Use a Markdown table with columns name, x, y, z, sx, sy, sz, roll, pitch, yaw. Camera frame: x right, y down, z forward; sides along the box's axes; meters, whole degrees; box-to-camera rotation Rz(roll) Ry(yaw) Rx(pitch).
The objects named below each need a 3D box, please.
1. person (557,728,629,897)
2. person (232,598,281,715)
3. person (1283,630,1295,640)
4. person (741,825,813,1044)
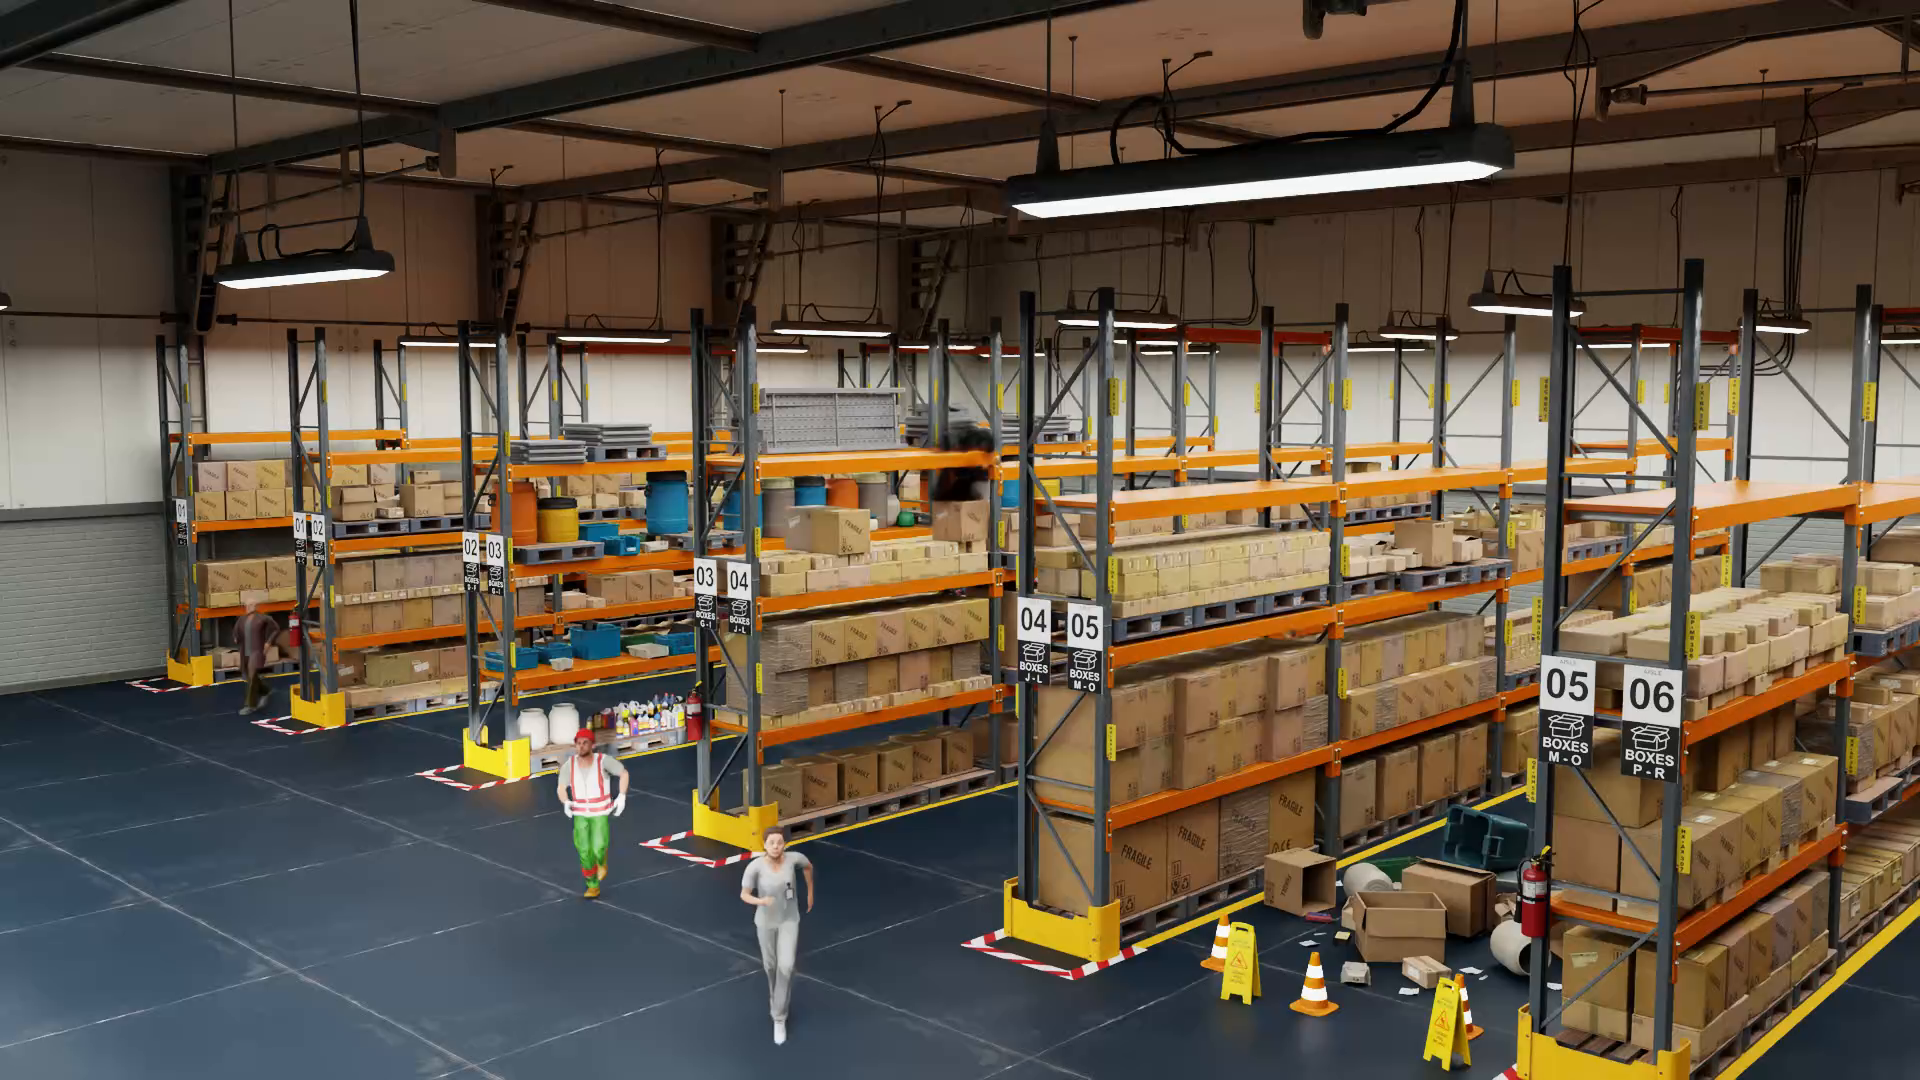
| name | x | y | z | sx | sy | sz | roll | pitch | yaw |
| --- | --- | --- | --- | --- | --- | --- | --- | --- | --- |
| person | -3.684 | 2.743 | 16.597 | 0.684 | 1.744 | 0.660 | 0 | 5 | 1 |
| person | -11.122 | 1.805 | 26.156 | 0.725 | 1.780 | 0.882 | 1 | 6 | 15 |
| person | 4.839 | 2.074 | 24.442 | 0.543 | 1.601 | 0.586 | -5 | 7 | -42 |
| person | -1.462 | 3.090 | 13.335 | 0.586 | 1.701 | 0.836 | -1 | 5 | -8 |
